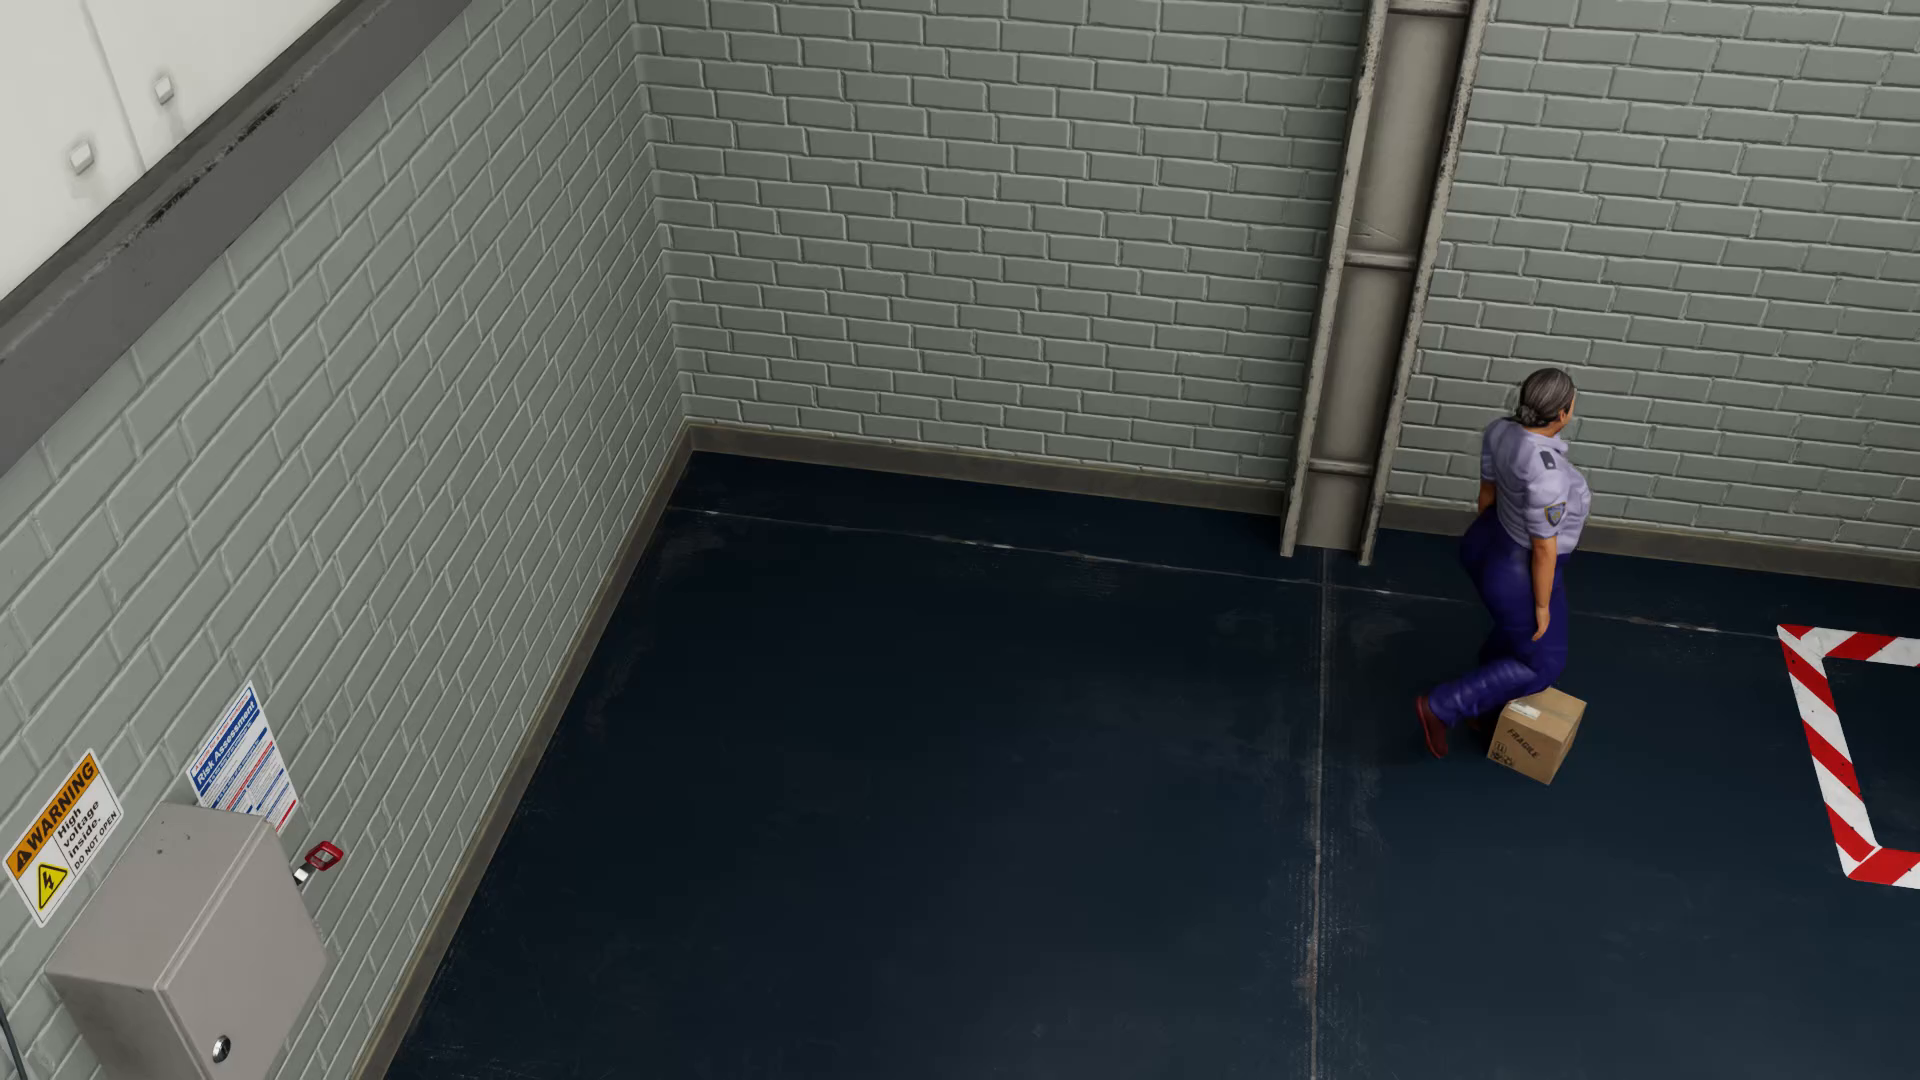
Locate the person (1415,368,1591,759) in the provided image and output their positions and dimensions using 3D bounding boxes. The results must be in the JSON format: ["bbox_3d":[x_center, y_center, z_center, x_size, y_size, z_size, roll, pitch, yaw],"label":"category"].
[{"bbox_3d":[1.985,0.106,6.027,0.611,1.625,0.534,-4,41,-5],"label":"person"}]
